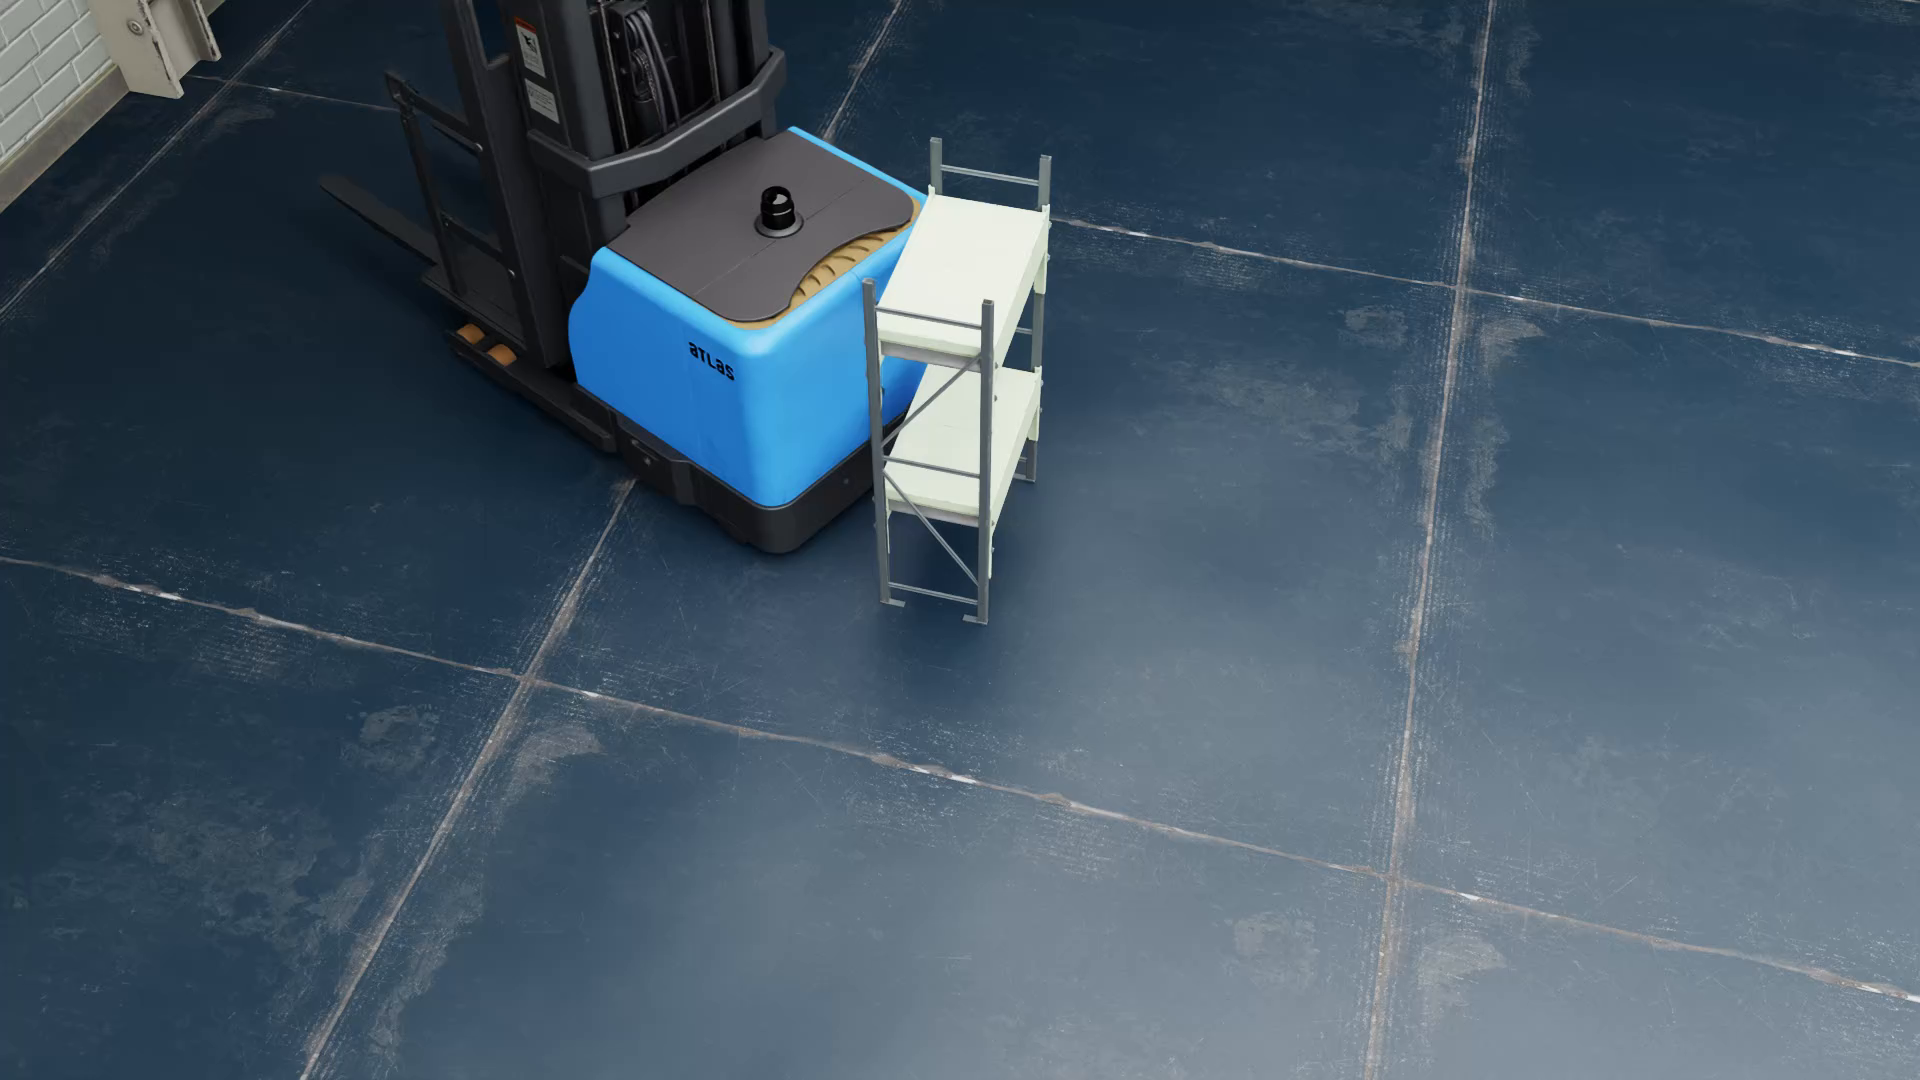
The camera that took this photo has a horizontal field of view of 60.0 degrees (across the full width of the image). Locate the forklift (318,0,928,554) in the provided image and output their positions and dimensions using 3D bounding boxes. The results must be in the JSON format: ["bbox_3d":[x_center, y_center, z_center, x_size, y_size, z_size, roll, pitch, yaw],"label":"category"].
[{"bbox_3d":[-1.476,-1.874,5.949,3.031,2.935,1.130,32,56,25],"label":"forklift"}]

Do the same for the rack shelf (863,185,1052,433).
[{"bbox_3d":[0.002,-0.759,5.399,0.431,0.370,0.720,12,50,10],"label":"rack shelf"}]

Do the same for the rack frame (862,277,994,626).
[{"bbox_3d":[-0.095,-0.236,5.458,0.400,1.500,0.023,12,50,10],"label":"rack frame"}]

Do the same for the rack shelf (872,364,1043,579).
[{"bbox_3d":[0.002,-0.285,5.936,0.431,0.370,0.720,12,50,10],"label":"rack shelf"}]

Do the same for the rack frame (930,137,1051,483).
[{"bbox_3d":[0.098,-0.766,5.926,0.400,1.500,0.023,12,50,10],"label":"rack frame"}]

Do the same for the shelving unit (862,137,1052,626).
[{"bbox_3d":[0.002,-0.501,5.692,0.431,1.500,0.755,12,50,10],"label":"shelving unit"}]

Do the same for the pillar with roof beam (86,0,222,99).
[{"bbox_3d":[0.221,-4.466,4.190,9.100,9.000,0.400,12,50,10],"label":"pillar with roof beam"}]
